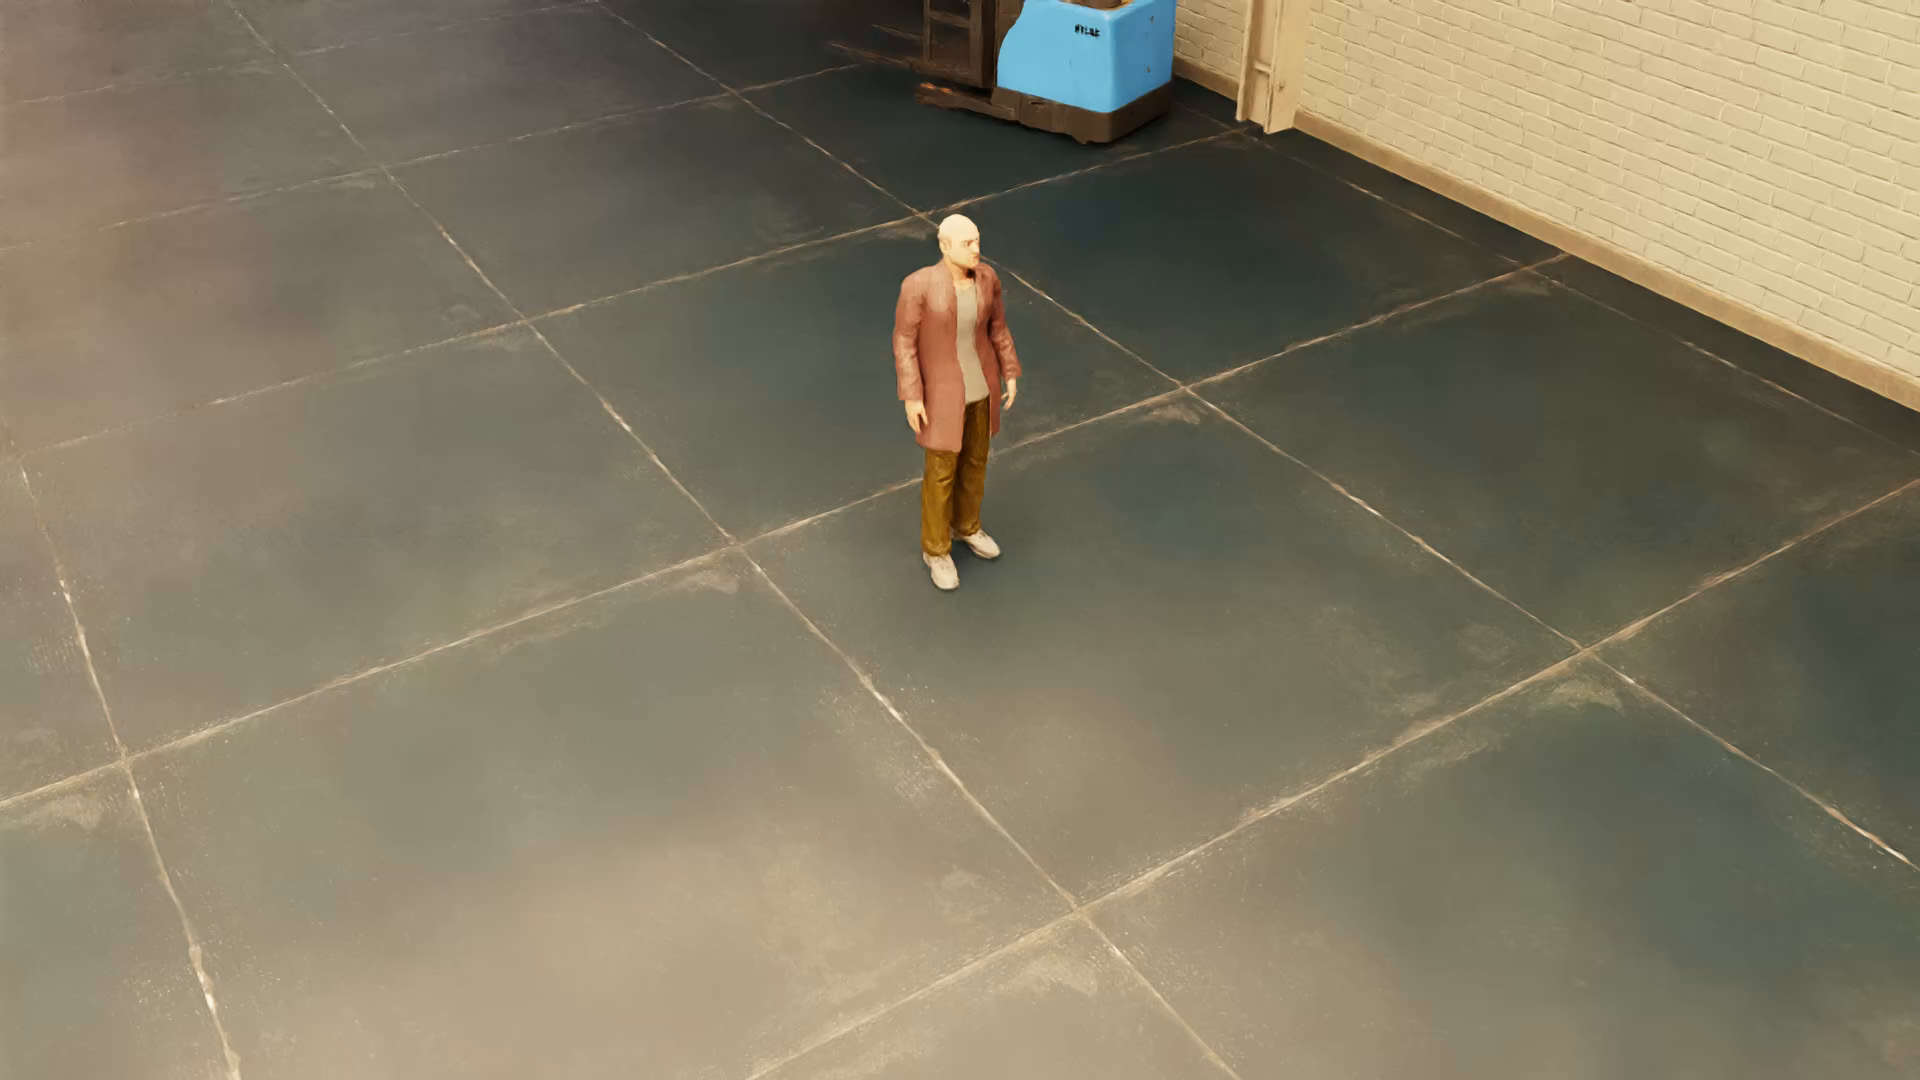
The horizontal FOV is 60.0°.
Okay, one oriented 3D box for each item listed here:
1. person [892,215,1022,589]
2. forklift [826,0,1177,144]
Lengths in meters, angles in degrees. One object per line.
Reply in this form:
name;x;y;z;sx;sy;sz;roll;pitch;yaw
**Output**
person;0.046;-0.688;8.117;0.694;1.776;0.580;-21;40;-27
forklift;0.244;-4.983;13.240;3.031;2.935;1.130;23;41;29
